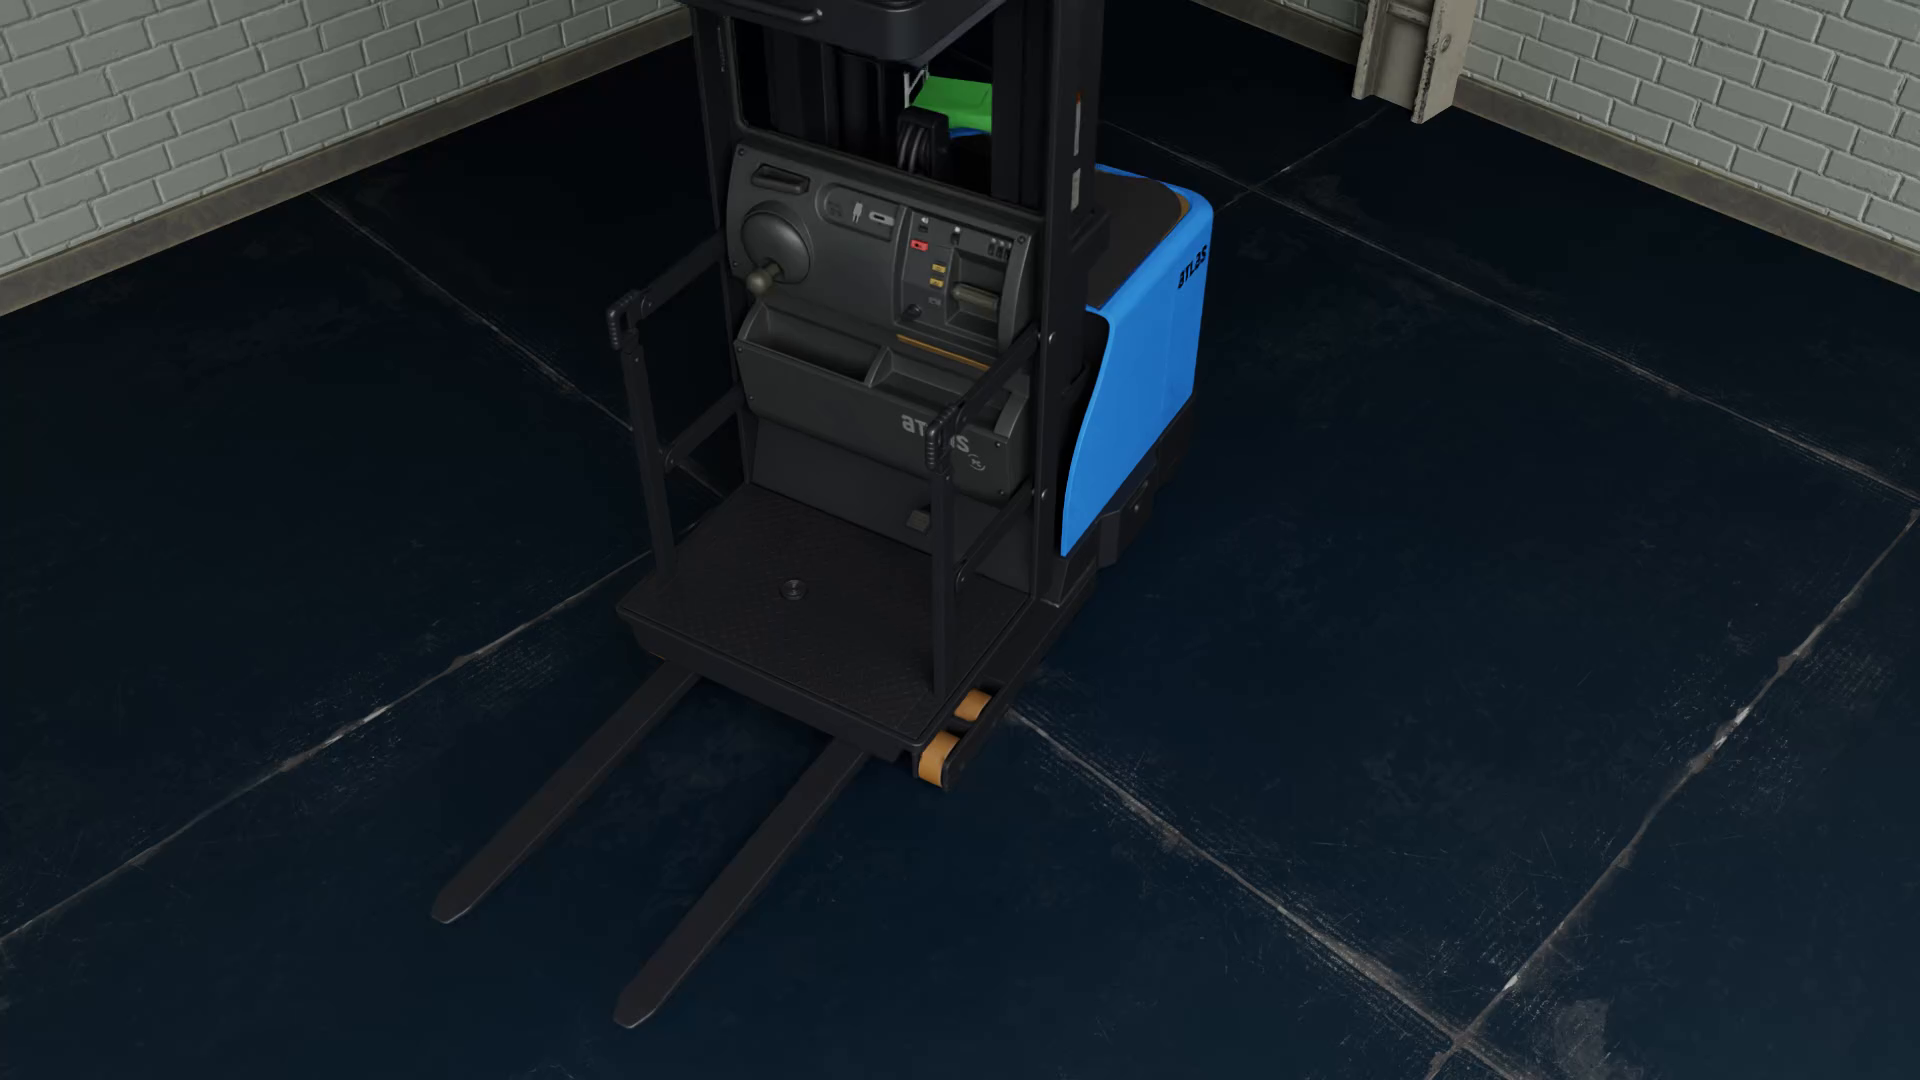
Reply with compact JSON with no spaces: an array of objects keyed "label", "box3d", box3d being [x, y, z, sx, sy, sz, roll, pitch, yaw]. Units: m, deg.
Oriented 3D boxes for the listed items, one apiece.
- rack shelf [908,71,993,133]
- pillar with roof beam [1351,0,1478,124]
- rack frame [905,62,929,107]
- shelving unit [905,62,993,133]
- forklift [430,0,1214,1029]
[{"label":"rack shelf","box3d":[0.084,-1.503,5.878,0.480,0.148,0.258,11,43,11]},{"label":"pillar with roof beam","box3d":[-0.900,-3.380,2.777,9.100,9.000,0.400,-34,53,-31]},{"label":"rack frame","box3d":[-0.152,-1.241,6.207,0.015,1.200,0.240,11,43,11]},{"label":"shelving unit","box3d":[0.083,-1.196,6.159,0.503,1.200,0.258,11,43,11]},{"label":"forklift","box3d":[-0.340,-0.704,4.352,1.130,2.935,3.031,22,47,22]}]
